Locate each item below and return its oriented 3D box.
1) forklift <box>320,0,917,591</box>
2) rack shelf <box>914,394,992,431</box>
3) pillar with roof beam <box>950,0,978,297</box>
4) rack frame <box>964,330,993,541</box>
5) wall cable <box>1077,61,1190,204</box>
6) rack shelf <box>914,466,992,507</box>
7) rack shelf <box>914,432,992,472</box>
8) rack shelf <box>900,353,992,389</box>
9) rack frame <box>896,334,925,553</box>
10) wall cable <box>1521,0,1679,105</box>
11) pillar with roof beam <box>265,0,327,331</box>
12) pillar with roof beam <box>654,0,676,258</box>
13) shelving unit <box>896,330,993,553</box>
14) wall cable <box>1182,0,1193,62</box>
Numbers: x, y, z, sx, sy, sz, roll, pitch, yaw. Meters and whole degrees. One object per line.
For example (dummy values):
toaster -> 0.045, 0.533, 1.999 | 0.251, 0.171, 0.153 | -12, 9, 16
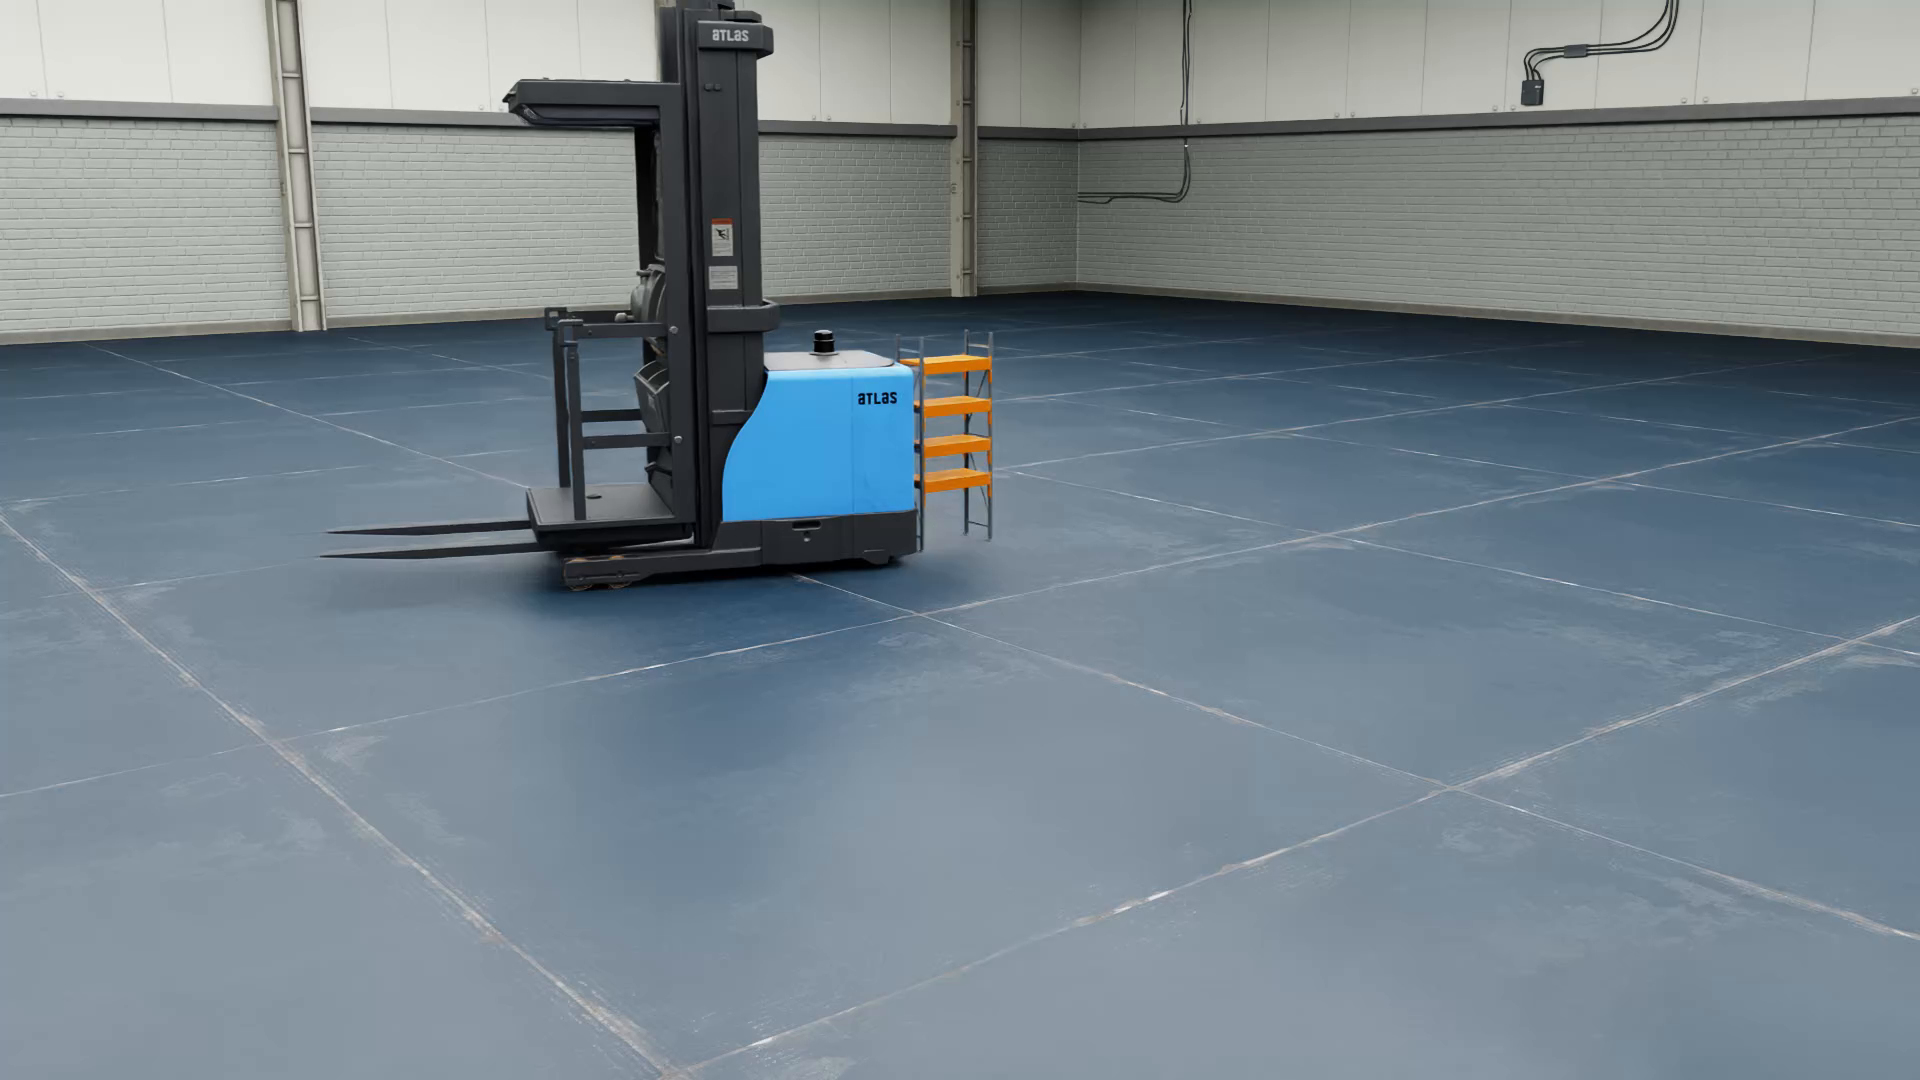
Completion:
forklift -> -1.808, -1.298, 8.683 | 3.031, 2.935, 1.130 | -4, 13, -17
rack shelf -> -0.086, -0.721, 9.381 | 0.480, 0.148, 0.258 | -9, 15, -37
pillar with roof beam -> 2.762, -8.264, 26.881 | 0.400, 9.000, 9.100 | -9, 15, -38
rack frame -> 0.106, -0.599, 9.561 | 0.015, 1.200, 0.240 | -9, 15, -37
wall cable -> 3.199, -7.611, 31.282 | 0.112, 2.526, 3.097 | -9, 15, -38
rack shelf -> -0.086, -0.308, 9.469 | 0.480, 0.148, 0.258 | -9, 15, -37
rack shelf -> -0.086, -0.502, 9.428 | 0.480, 0.148, 0.258 | -9, 15, -37
rack shelf -> -0.086, -0.952, 9.332 | 0.480, 0.148, 0.258 | -9, 15, -37
rack frame -> -0.278, -0.536, 9.266 | 0.015, 1.200, 0.240 | -9, 15, -37
wall cable -> 9.117, -9.252, 23.346 | 0.169, 6.003, 2.305 | -9, 15, -38
pillar with roof beam -> -6.608, -6.707, 19.548 | 0.400, 9.000, 9.100 | -9, 15, -38
pillar with roof beam -> -1.923, -7.485, 23.215 | 0.400, 9.000, 9.100 | -9, 15, -38
shelving unit -> -0.086, -0.568, 9.414 | 0.503, 1.200, 0.258 | -9, 15, -37
wall cable -> 4.889, -9.643, 28.691 | 0.112, 2.526, 3.097 | -9, 15, -38
